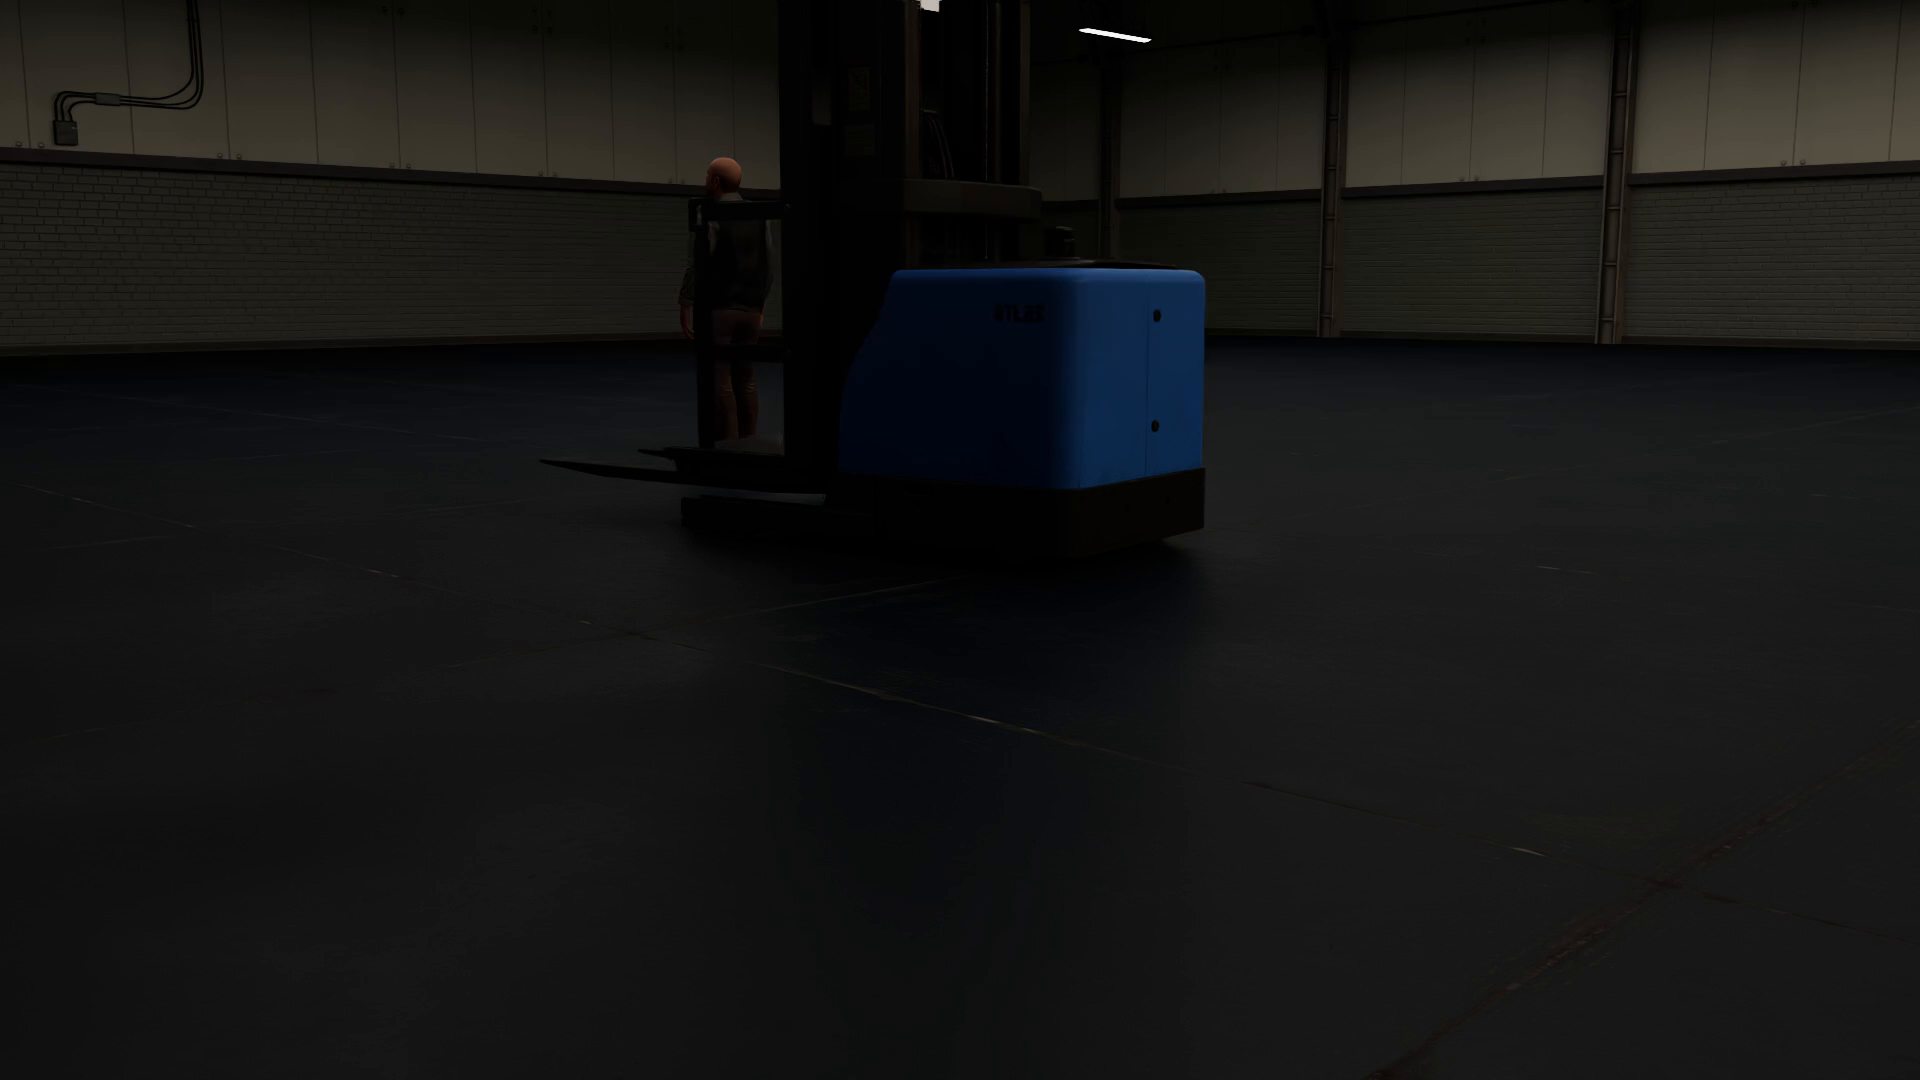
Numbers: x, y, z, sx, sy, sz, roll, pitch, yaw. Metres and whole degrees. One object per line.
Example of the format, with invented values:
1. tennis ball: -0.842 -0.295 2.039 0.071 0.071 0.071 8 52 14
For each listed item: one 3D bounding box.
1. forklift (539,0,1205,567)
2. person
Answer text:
1. forklift: -0.527 -1.504 6.860 3.031 2.935 1.130 6 11 36
2. person: -1.376 -1.298 9.508 0.567 1.721 0.629 8 12 43
